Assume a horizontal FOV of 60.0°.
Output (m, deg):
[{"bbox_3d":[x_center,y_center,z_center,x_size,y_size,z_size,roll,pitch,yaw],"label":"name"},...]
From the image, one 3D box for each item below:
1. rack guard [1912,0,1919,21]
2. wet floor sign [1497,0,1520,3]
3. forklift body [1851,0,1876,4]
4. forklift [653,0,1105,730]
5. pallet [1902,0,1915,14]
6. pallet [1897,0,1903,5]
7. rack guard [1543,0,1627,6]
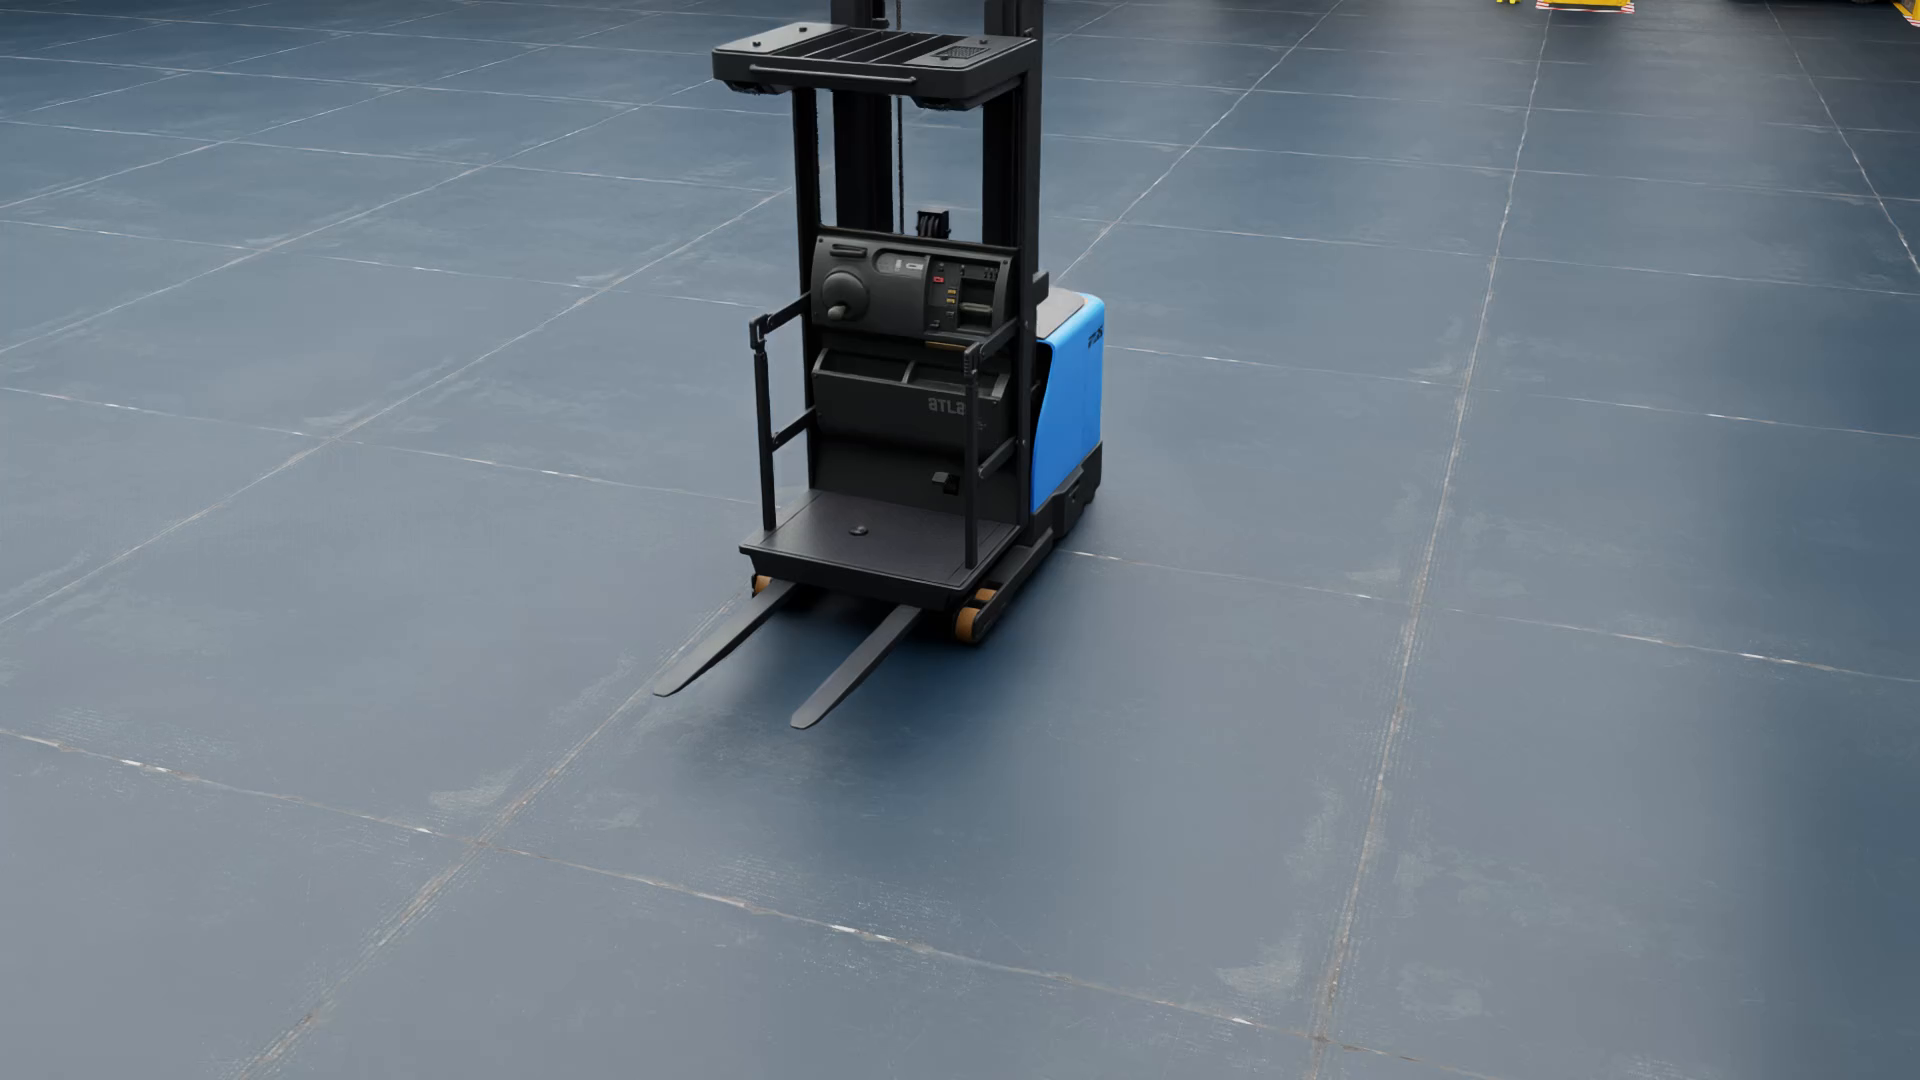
[{"bbox_3d":[13.962,-7.477,23.118,1.175,0.500,0.348,9,27,17],"label":"rack guard"},{"bbox_3d":[8.216,-8.347,24.750,0.267,0.644,0.232,20,32,35],"label":"wet floor sign"},{"bbox_3d":[12.881,-9.273,24.935,2.313,2.155,1.214,9,27,17],"label":"forklift body"},{"bbox_3d":[-0.303,-1.070,7.096,1.130,2.935,3.031,11,28,21],"label":"forklift"},{"bbox_3d":[14.185,-7.677,23.863,1.003,0.211,1.213,9,27,17],"label":"pallet"},{"bbox_3d":[14.593,-8.177,24.895,1.003,0.211,1.213,9,27,17],"label":"pallet"},{"bbox_3d":[9.313,-8.236,24.687,1.175,0.500,0.348,9,27,17],"label":"rack guard"}]
